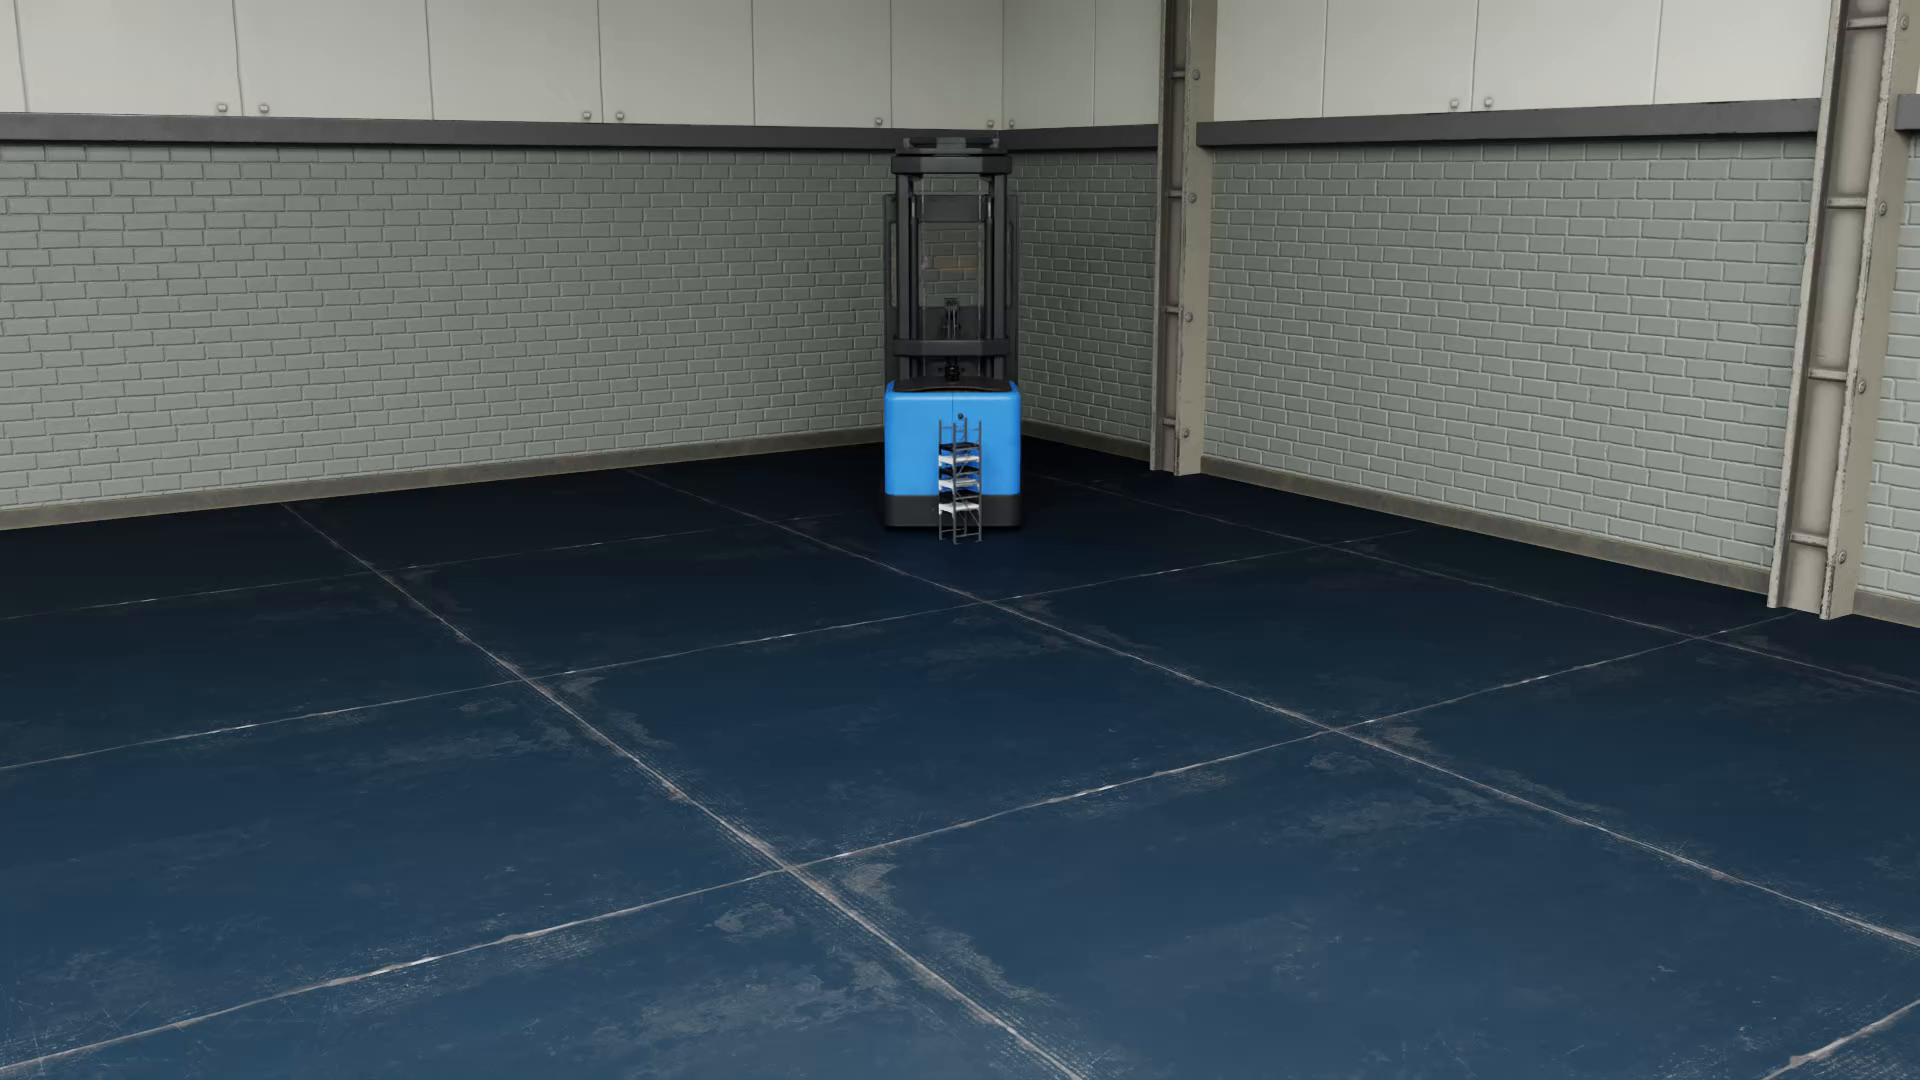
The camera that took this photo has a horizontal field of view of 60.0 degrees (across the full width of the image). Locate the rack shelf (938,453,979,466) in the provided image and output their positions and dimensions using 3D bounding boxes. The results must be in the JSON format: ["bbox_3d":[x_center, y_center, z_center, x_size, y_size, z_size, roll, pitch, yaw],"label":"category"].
[{"bbox_3d":[0.001,-0.578,12.210,0.258,0.077,0.200,-7,14,-31],"label":"rack shelf"}]

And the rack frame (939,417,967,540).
[{"bbox_3d":[-0.052,-0.453,12.327,0.240,0.900,0.006,-7,14,-31],"label":"rack frame"}]

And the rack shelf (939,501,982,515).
[{"bbox_3d":[0.001,-0.226,12.287,0.258,0.077,0.200,-7,14,-31],"label":"rack shelf"}]

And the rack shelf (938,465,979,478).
[{"bbox_3d":[0.001,-0.490,12.230,0.258,0.077,0.200,-7,14,-31],"label":"rack shelf"}]

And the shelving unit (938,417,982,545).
[{"bbox_3d":[0.001,-0.434,12.242,0.258,0.900,0.210,-7,14,-31],"label":"shelving unit"}]

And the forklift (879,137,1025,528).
[{"bbox_3d":[-0.076,-1.785,13.665,1.130,2.935,3.031,0,12,-1],"label":"forklift"}]

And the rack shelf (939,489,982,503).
[{"bbox_3d":[0.001,-0.314,12.268,0.258,0.077,0.200,-7,14,-31],"label":"rack shelf"}]

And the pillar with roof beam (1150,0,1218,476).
[{"bbox_3d":[-1.601,-4.520,11.967,9.100,9.000,0.400,-8,15,-33],"label":"pillar with roof beam"}]

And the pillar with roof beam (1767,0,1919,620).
[{"bbox_3d":[1.723,-3.453,7.087,9.100,9.000,0.400,-8,15,-33],"label":"pillar with roof beam"}]

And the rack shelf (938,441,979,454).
[{"bbox_3d":[0.001,-0.666,12.191,0.258,0.077,0.200,-7,14,-31],"label":"rack shelf"}]

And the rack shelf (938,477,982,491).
[{"bbox_3d":[0.001,-0.402,12.249,0.258,0.077,0.200,-7,14,-31],"label":"rack shelf"}]

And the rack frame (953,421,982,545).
[{"bbox_3d":[0.054,-0.416,12.157,0.240,0.900,0.006,-7,14,-31],"label":"rack frame"}]
